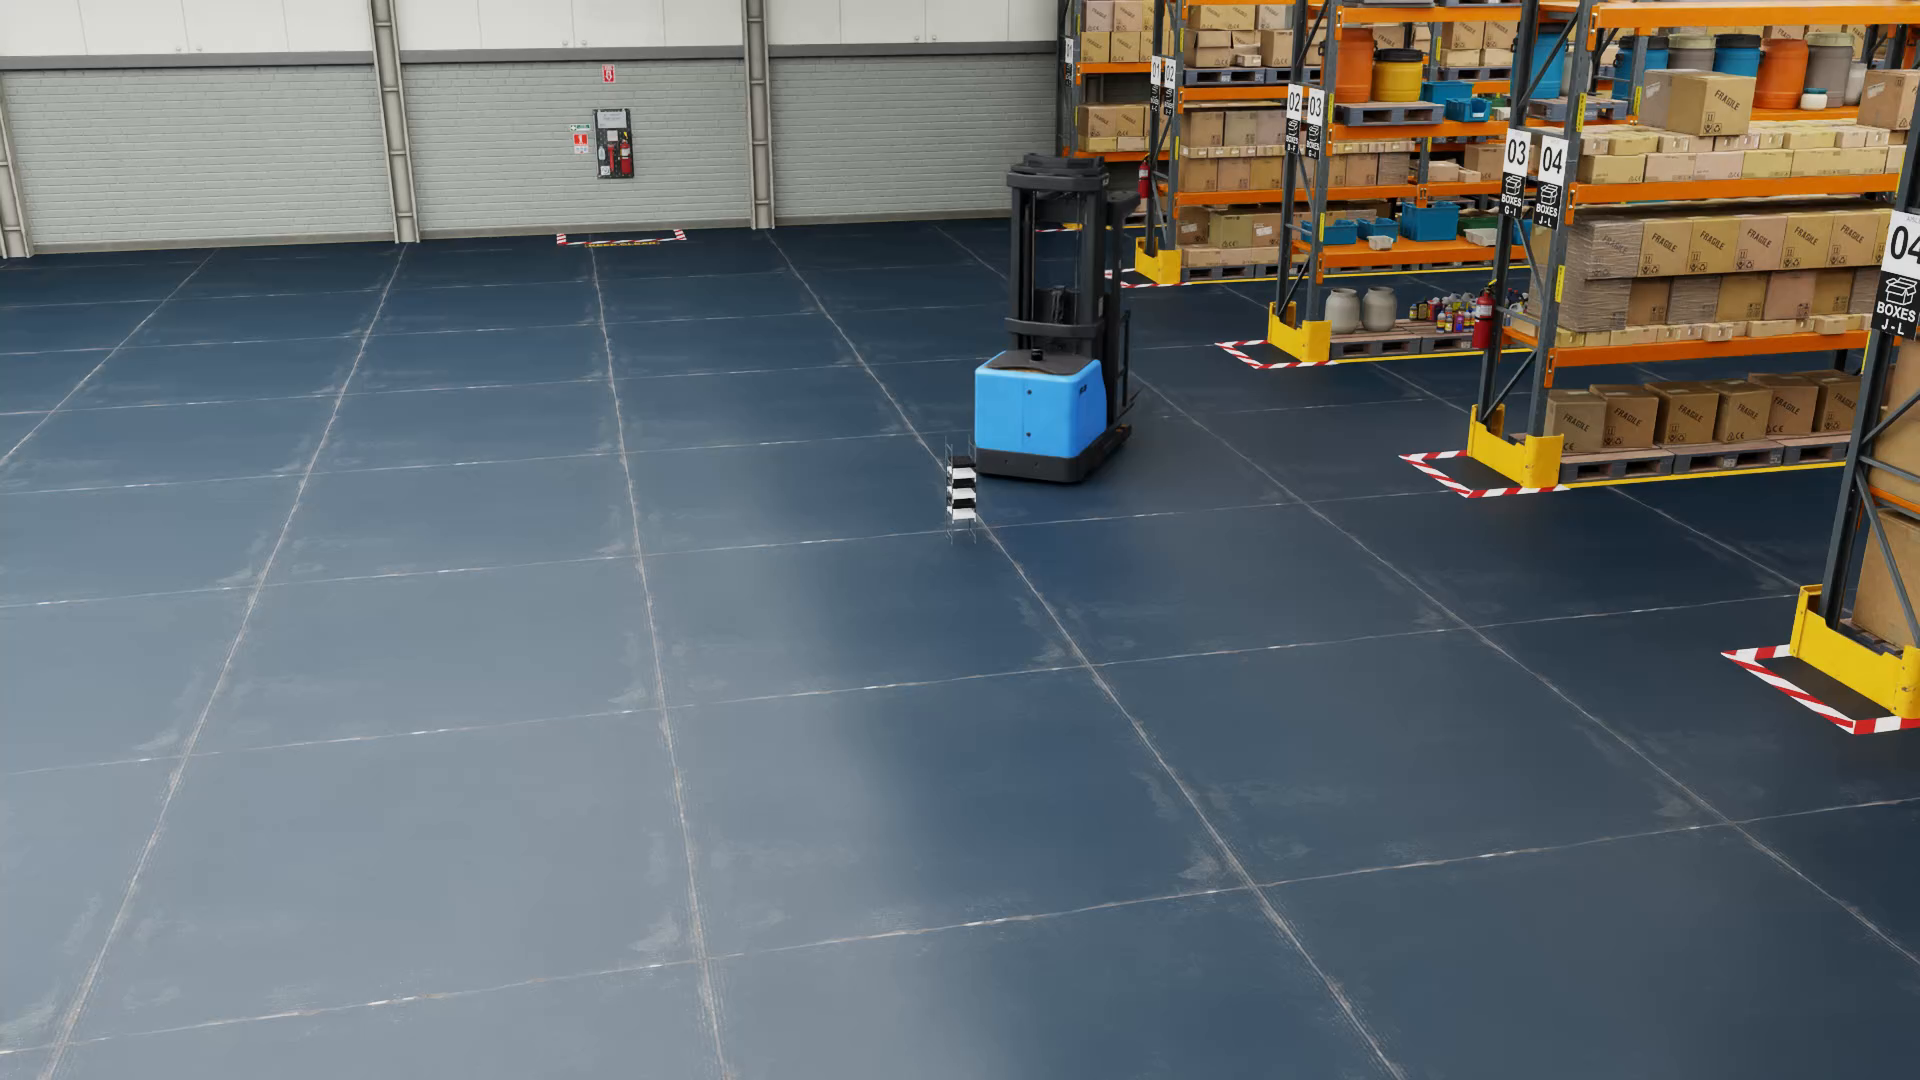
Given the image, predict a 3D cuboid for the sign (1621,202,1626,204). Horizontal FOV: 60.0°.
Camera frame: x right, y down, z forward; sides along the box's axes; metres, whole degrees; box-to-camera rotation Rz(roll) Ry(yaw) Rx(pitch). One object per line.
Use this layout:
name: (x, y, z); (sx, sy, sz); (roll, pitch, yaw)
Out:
sign: (8.158, -4.010, 20.497); (0.005, 0.325, 0.100); (-5, 21, -12)

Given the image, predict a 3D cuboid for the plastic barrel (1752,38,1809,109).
plastic barrel: (10.449, -5.947, 21.204); (0.708, 0.830, 0.600); (-5, 21, -12)

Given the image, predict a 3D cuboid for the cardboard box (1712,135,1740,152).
cardboard box: (6.884, -3.651, 15.199); (0.250, 0.149, 0.380); (-6, 21, -15)

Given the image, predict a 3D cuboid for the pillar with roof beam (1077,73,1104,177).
pillar with roof beam: (3.343, -8.785, 25.215); (0.400, 9.000, 9.100); (-5, 21, -12)

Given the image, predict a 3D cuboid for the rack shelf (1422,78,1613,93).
rack shelf: (8.852, -6.952, 25.617); (4.000, 0.370, 1.077); (-5, 21, -12)

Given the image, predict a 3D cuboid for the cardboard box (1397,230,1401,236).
cardboard box: (7.243, -4.759, 26.332); (0.500, 0.250, 0.500); (-5, 21, -13)

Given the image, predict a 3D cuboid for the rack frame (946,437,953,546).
rack frame: (-0.091, -0.415, 14.140); (0.006, 0.900, 0.240); (-5, 21, -12)

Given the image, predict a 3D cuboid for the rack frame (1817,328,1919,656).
rack frame: (6.332, -0.422, 11.106); (0.127, 3.000, 1.000); (-5, 21, -12)

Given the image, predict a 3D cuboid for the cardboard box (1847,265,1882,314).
cardboard box: (8.730, -2.579, 16.415); (0.500, 0.500, 0.875); (-5, 21, -12)

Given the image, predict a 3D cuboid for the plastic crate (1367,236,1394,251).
plastic crate: (5.094, -3.587, 20.130); (0.250, 0.136, 0.298); (-5, 21, -12)

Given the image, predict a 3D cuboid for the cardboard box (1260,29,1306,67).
cardboard box: (4.692, -7.165, 24.192); (0.500, 0.500, 0.500); (-5, 21, -12)

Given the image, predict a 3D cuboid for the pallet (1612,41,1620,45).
pallet: (12.667, -9.244, 31.105); (1.217, 0.209, 0.805); (-5, 21, -15)

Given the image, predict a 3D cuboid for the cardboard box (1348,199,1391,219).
cardboard box: (6.383, -5.049, 26.035); (0.500, 0.500, 0.500); (-5, 21, -12)

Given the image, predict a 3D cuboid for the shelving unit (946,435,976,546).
shelving unit: (0.008, -0.423, 14.162); (0.210, 0.900, 0.258); (-5, 21, -12)

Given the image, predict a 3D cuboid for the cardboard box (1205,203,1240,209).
cardboard box: (4.762, -6.318, 30.196); (0.500, 0.500, 0.500); (-6, 21, -17)

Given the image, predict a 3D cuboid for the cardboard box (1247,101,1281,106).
cardboard box: (5.374, -7.531, 29.612); (0.500, 0.500, 0.500); (-5, 21, -13)

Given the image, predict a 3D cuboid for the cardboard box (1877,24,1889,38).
cardboard box: (15.156, -8.332, 26.741); (0.500, 0.500, 0.700); (-5, 21, -12)

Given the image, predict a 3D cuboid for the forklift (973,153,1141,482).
forklift: (1.127, -2.387, 16.570); (1.130, 2.935, 3.031); (8, 21, 20)

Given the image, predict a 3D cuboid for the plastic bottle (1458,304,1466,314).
plastic bottle: (6.453, -2.932, 21.387); (0.097, 0.201, 0.097); (0, 20, 0)

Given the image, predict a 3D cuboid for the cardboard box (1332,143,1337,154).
cardboard box: (5.455, -5.881, 24.921); (0.250, 0.149, 0.380); (-4, 21, -11)

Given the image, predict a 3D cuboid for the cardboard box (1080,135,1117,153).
cardboard box: (2.418, -6.936, 29.076); (0.500, 0.250, 0.500); (-5, 21, -14)

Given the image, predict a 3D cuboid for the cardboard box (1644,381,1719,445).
cardboard box: (7.088, -1.260, 16.416); (0.500, 0.500, 0.500); (-3, 20, -7)

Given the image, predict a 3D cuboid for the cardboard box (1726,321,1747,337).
cardboard box: (7.316, -2.065, 15.957); (0.250, 0.149, 0.380); (-5, 21, -12)

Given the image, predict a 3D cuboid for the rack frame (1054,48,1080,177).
rack frame: (1.870, -7.064, 29.239); (0.127, 3.000, 1.000); (-5, 21, -12)

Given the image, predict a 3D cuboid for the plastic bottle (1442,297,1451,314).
plastic bottle: (6.223, -2.990, 21.435); (0.135, 0.276, 0.152); (-5, 21, -14)

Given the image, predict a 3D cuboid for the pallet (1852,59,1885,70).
pallet: (14.041, -7.648, 26.745); (1.003, 0.211, 1.213); (-5, 21, -12)

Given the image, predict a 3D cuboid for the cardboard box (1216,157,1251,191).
cardboard box: (3.981, -5.529, 24.903); (0.500, 0.500, 0.700); (-4, 21, -11)

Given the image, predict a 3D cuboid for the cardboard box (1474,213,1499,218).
cardboard box: (8.357, -4.921, 25.959); (0.500, 0.311, 0.500); (-5, 21, -14)

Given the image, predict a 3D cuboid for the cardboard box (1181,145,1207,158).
cardboard box: (3.445, -5.717, 24.472); (0.250, 0.149, 0.380); (-5, 21, -13)

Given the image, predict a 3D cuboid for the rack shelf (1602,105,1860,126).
rack shelf: (9.988, -5.294, 21.090); (4.000, 0.370, 1.077); (-5, 21, -12)

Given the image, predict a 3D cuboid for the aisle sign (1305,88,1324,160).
aisle sign: (4.147, -4.865, 19.455); (0.004, 0.787, 0.394); (-5, 21, -12)

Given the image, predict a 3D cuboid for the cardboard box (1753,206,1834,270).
cardboard box: (7.834, -2.856, 15.719); (0.500, 0.500, 0.500); (-5, 21, -12)

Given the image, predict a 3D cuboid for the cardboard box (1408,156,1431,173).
cardboard box: (8.397, -6.984, 30.923); (0.500, 0.250, 0.500); (-4, 21, -11)

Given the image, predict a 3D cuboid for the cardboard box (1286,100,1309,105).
cardboard box: (6.266, -7.663, 30.089); (0.500, 0.500, 0.700); (-5, 21, -12)

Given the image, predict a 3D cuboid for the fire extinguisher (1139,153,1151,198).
fire extinguisher: (2.791, -5.516, 25.125); (0.183, 0.674, 0.296); (-5, 21, -12)

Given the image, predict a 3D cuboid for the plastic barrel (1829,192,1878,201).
plastic barrel: (11.553, -4.307, 21.514); (0.708, 0.536, 0.600); (-5, 21, -12)

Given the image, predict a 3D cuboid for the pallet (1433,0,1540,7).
pallet: (6.057, -6.433, 19.649); (1.213, 0.211, 1.003); (-5, 21, -12)

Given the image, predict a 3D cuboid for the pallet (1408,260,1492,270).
pallet: (7.614, -4.485, 26.252); (1.213, 0.211, 1.003); (-5, 21, -12)

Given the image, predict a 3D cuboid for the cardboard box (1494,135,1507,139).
cardboard box: (10.029, -7.538, 30.866); (0.250, 0.149, 0.380); (-5, 21, -13)

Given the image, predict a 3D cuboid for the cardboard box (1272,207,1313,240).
cardboard box: (5.047, -4.751, 25.219); (0.500, 0.500, 0.500); (-5, 21, -12)

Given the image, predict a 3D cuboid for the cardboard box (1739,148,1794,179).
cardboard box: (7.306, -3.504, 15.375); (0.500, 0.250, 0.500); (-4, 21, -11)

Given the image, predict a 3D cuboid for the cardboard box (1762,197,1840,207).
cardboard box: (8.199, -3.072, 16.309); (0.500, 0.500, 0.500); (-5, 21, -12)

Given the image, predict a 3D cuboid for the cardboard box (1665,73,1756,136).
cardboard box: (6.796, -3.947, 15.063); (0.500, 0.500, 0.500); (-5, 21, -13)

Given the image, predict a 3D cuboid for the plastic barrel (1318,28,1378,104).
plastic barrel: (4.593, -5.636, 19.745); (0.708, 0.830, 0.600); (-5, 21, -12)

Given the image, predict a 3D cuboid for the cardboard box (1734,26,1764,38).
cardboard box: (12.217, -8.078, 26.045); (0.500, 0.500, 0.500); (-5, 21, -12)

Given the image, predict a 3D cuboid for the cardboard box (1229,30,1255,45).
cardboard box: (4.833, -8.687, 29.134); (0.500, 0.500, 0.500); (-6, 21, -17)

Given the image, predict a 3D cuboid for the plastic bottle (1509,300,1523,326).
plastic bottle: (6.981, -2.839, 20.916); (0.185, 0.351, 0.144); (-5, 21, -13)

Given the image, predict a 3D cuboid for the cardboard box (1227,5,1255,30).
cardboard box: (4.803, -9.138, 28.910); (0.500, 0.500, 0.500); (-4, 20, -10)

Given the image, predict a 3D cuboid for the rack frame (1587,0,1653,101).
rack frame: (8.042, -6.882, 20.018); (0.127, 3.000, 1.000); (-5, 21, -12)

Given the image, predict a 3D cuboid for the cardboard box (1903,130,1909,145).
cardboard box: (8.932, -3.810, 15.631); (0.250, 0.149, 0.380); (-4, 20, -11)

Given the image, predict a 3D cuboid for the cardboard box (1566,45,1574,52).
cardboard box: (9.305, -7.431, 25.487); (0.500, 0.250, 0.500); (-5, 21, -14)

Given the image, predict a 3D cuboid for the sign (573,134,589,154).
sign: (-6.463, -6.759, 28.353); (0.234, 0.329, 0.001); (-5, 21, -12)

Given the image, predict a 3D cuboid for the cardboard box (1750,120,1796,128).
cardboard box: (7.774, -3.926, 15.948); (0.250, 0.149, 0.380); (-5, 21, -13)
